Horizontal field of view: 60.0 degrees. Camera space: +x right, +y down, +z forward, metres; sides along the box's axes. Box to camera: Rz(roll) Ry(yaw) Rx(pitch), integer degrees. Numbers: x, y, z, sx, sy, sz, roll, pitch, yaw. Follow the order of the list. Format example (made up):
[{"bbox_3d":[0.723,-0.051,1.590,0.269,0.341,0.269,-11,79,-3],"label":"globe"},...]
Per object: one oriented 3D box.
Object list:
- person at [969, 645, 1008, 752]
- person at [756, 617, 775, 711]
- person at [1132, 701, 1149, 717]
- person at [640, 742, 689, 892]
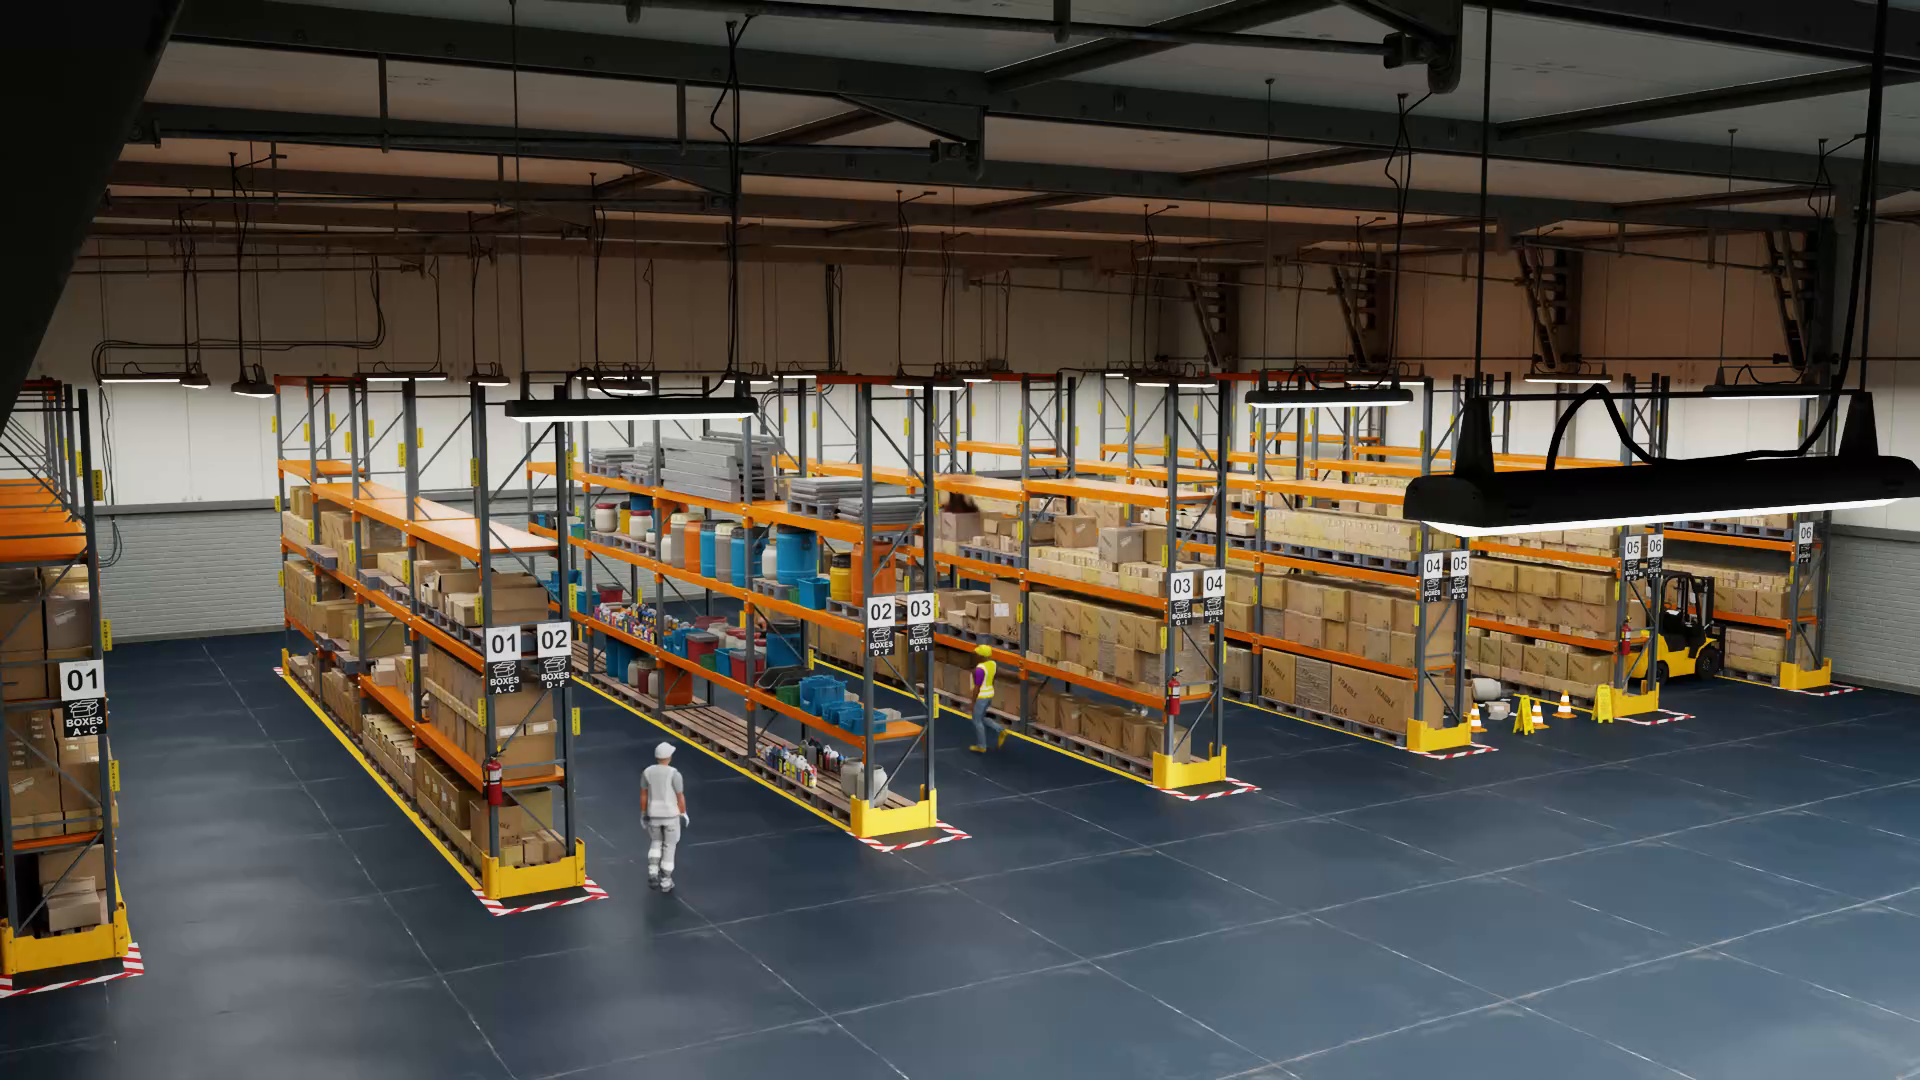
[{"bbox_3d":[0.429,2.528,26.638,0.613,1.747,0.594,2,7,21],"label":"person"},{"bbox_3d":[-3.389,2.221,29.833,0.617,1.732,0.513,3,7,23],"label":"person"},{"bbox_3d":[3.084,2.268,29.071,0.511,1.609,0.395,5,8,40],"label":"person"},{"bbox_3d":[-3.504,3.273,19.747,0.568,1.800,0.438,1,6,8],"label":"person"}]
